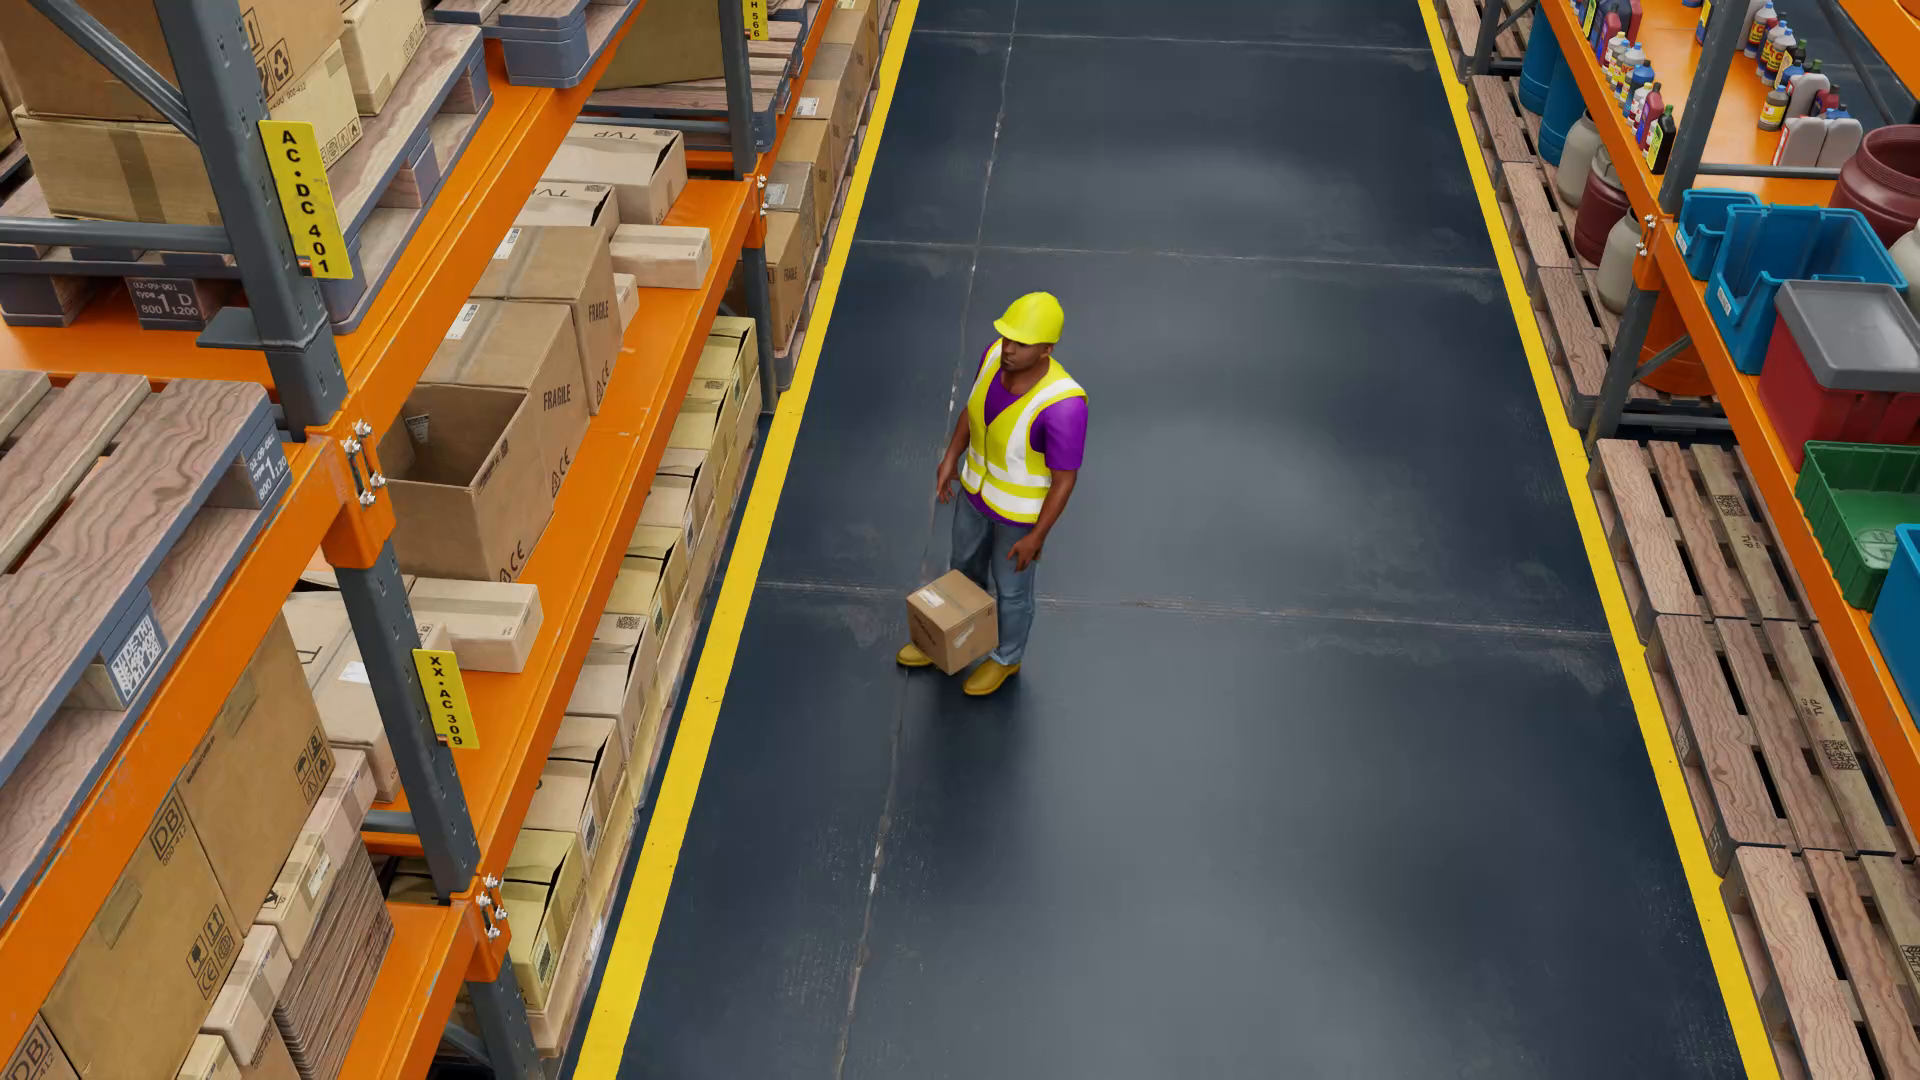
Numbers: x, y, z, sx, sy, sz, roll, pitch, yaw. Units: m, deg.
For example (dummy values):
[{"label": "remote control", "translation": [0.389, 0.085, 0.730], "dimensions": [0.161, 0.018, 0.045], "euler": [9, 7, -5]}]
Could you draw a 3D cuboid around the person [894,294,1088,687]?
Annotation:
[{"label": "person", "translation": [0.124, -0.135, 6.286], "dimensions": [0.577, 1.765, 0.666], "euler": [-26, 46, -28]}]
